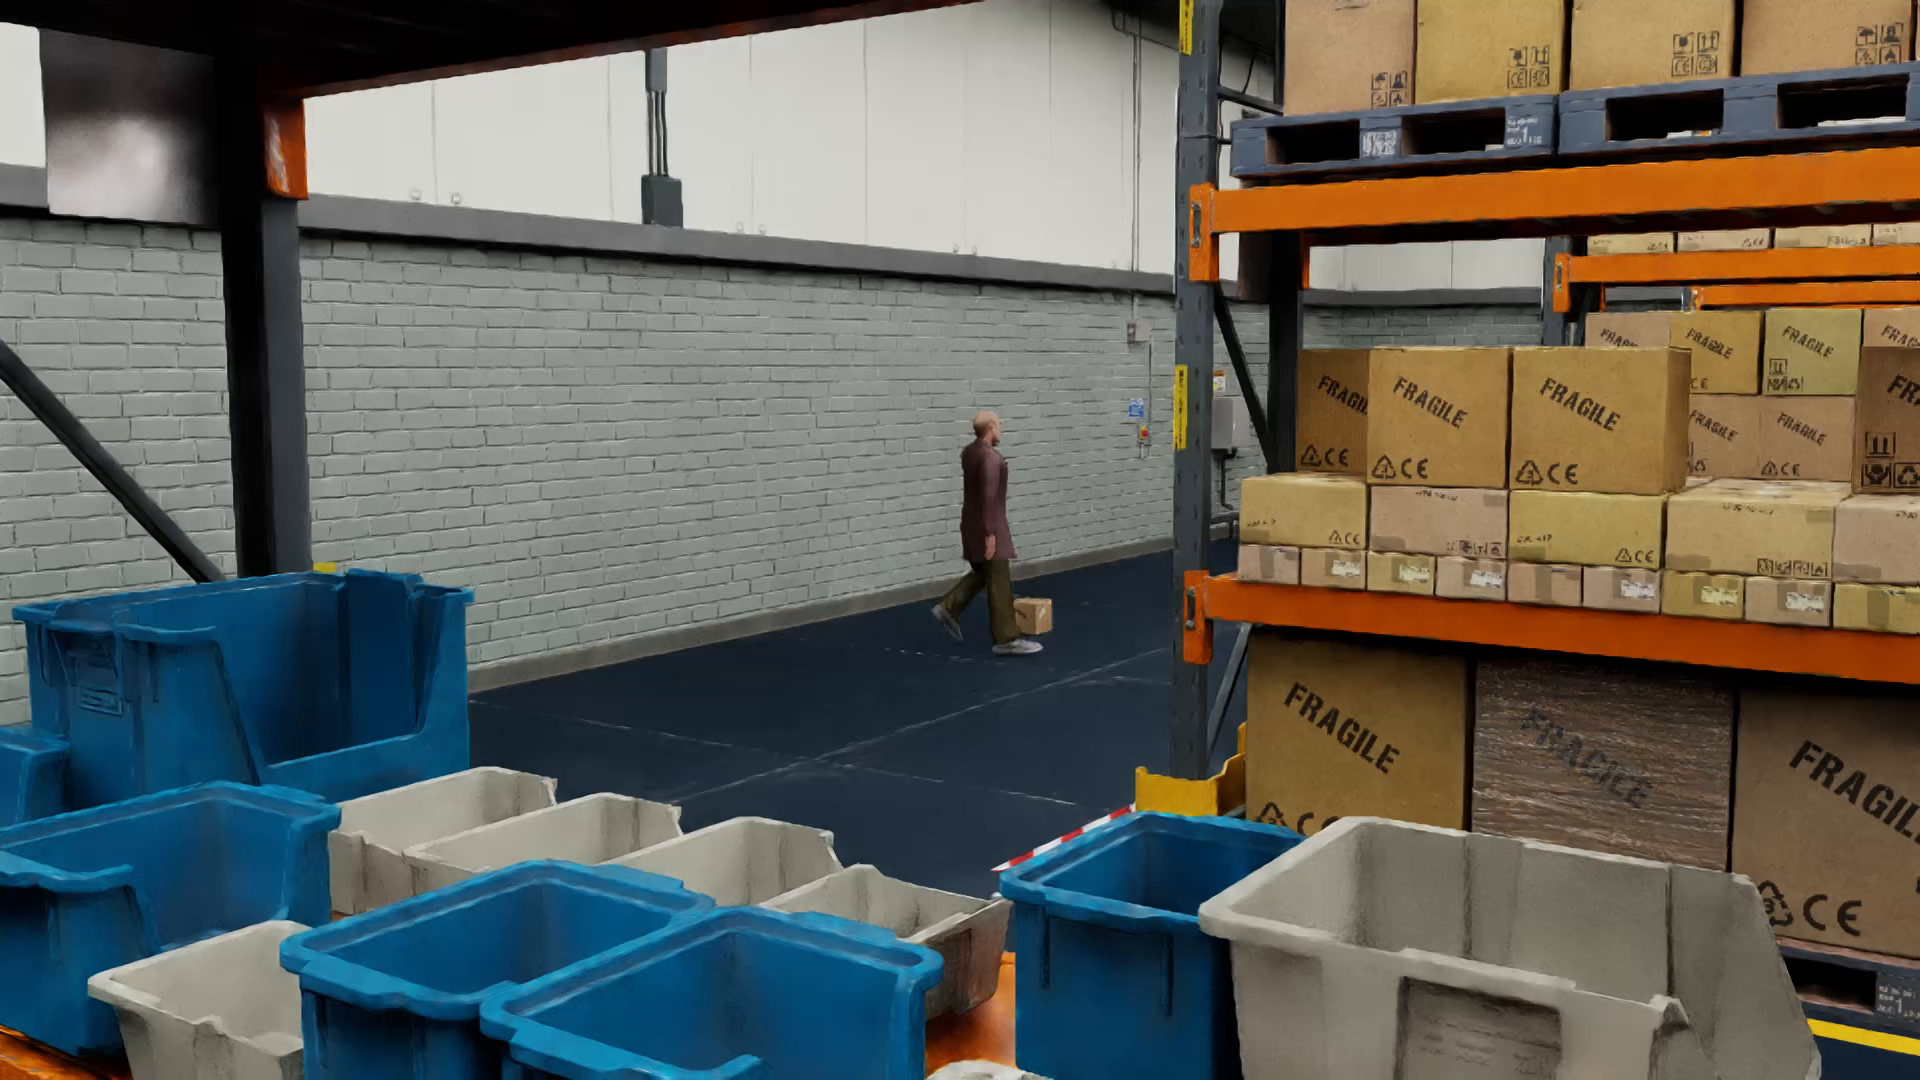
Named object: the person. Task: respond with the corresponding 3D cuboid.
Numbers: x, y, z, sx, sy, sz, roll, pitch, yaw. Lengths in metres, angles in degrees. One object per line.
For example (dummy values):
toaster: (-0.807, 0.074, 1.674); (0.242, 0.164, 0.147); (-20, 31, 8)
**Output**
person: (0.140, -0.069, 12.236); (0.667, 1.771, 0.698); (-3, 7, -24)
